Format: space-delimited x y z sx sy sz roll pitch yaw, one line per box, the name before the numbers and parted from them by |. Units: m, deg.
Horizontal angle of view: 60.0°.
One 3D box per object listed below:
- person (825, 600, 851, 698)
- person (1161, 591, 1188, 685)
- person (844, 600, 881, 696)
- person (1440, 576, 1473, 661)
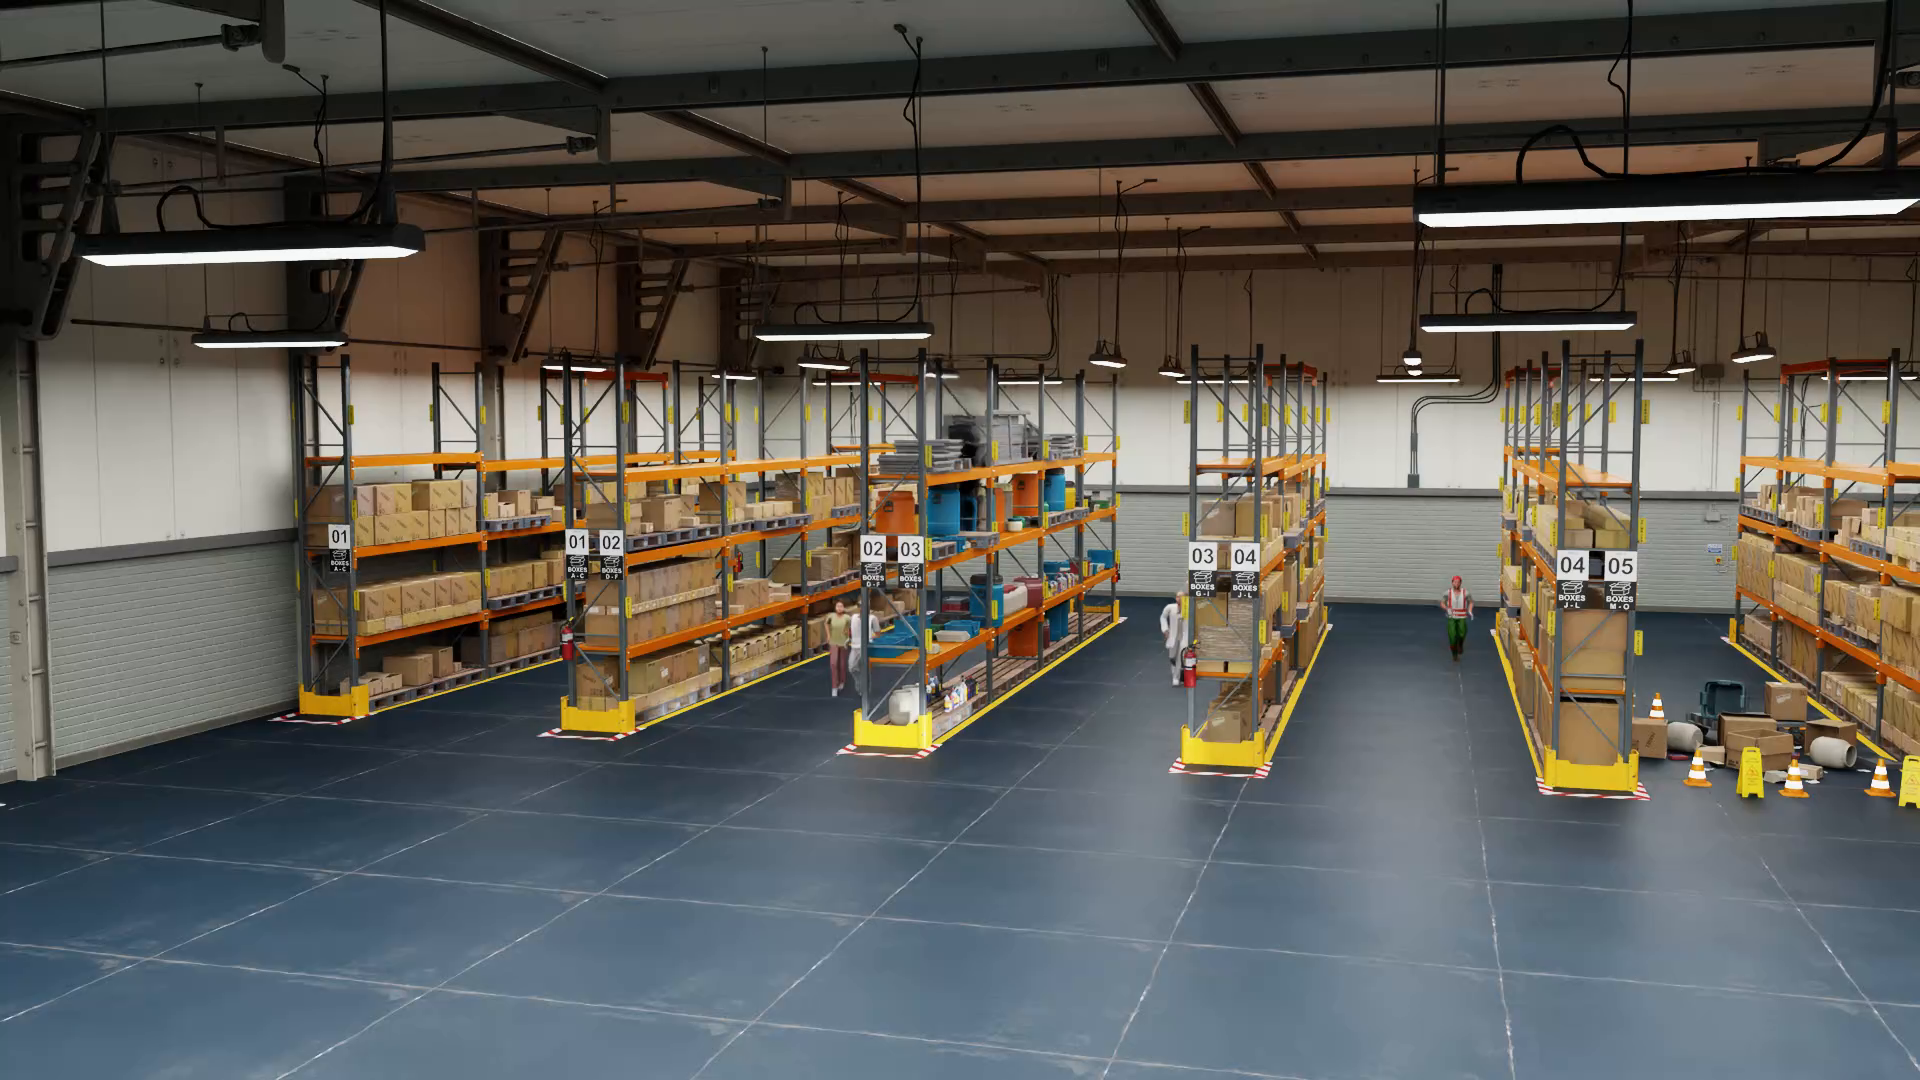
person | -2.154 1.929 29.859 0.562 1.729 0.762 0 4 -3
person | 4.103 1.817 31.038 0.728 1.734 0.625 1 4 9
person | -1.740 1.919 29.390 0.679 1.738 0.599 1 4 15
person | 10.119 1.595 33.880 0.655 1.742 0.593 1 4 14
